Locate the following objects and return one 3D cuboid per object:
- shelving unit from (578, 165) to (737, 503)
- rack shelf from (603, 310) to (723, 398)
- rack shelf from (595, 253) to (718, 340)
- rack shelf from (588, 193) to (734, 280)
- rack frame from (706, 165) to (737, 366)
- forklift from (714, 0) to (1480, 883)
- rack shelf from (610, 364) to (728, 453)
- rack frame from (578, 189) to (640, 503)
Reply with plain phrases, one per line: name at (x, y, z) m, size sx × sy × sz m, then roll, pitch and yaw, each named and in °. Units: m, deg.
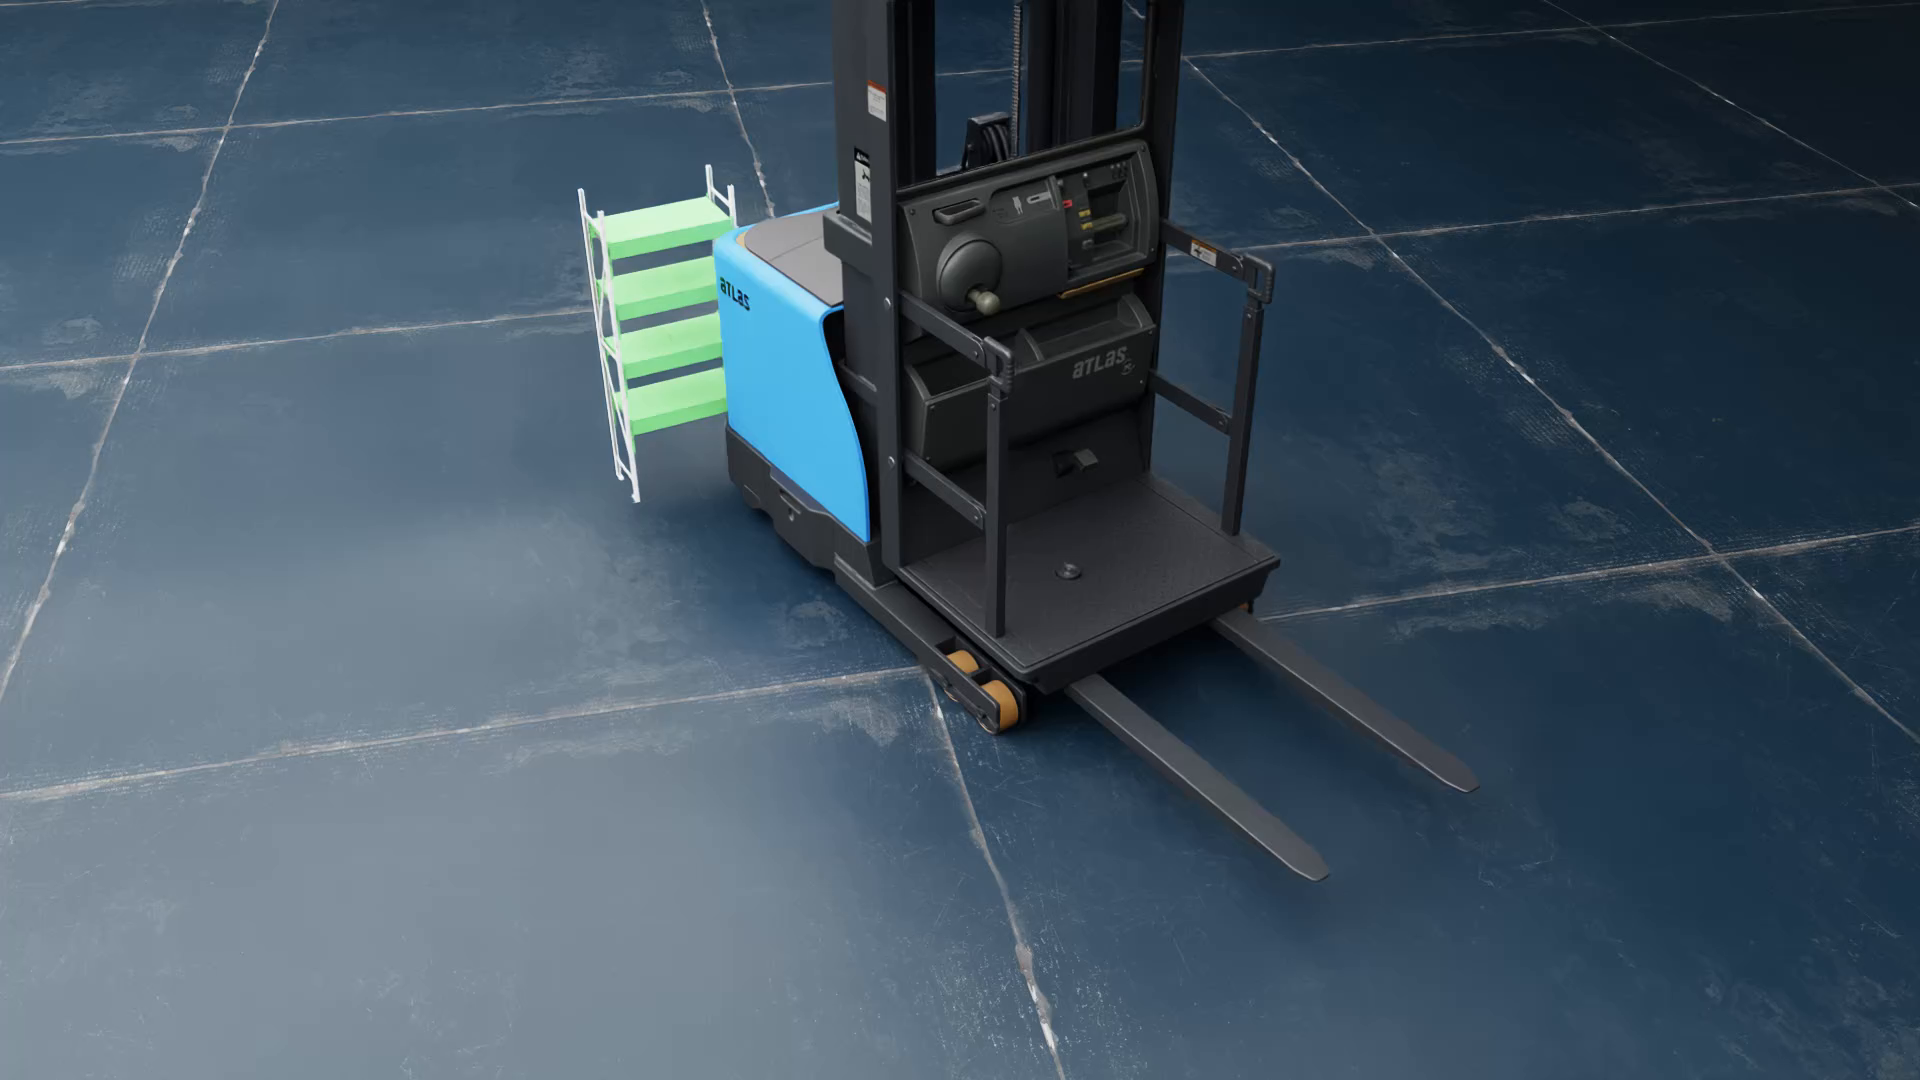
shelving unit at (-1.094, -0.769, 6.319) m, size 0.503 × 1.200 × 0.258 m, roll -17°, pitch 37°, yaw -23°
rack shelf at (-1.094, -0.716, 6.354) m, size 0.480 × 0.148 × 0.258 m, roll -17°, pitch 37°, yaw -23°
rack shelf at (-1.094, -0.915, 6.221) m, size 0.480 × 0.148 × 0.258 m, roll -17°, pitch 37°, yaw -23°
rack shelf at (-1.094, -1.114, 6.087) m, size 0.480 × 0.148 × 0.258 m, roll -17°, pitch 37°, yaw -23°
rack frame at (-0.880, -0.834, 6.416) m, size 0.015 × 1.200 × 0.240 m, roll -17°, pitch 37°, yaw -23°
forklift at (0.359, -0.907, 4.971) m, size 1.130 × 2.935 × 3.031 m, roll -21°, pitch 39°, yaw -29°
rack shelf at (-1.094, -0.516, 6.488) m, size 0.480 × 0.148 × 0.258 m, roll -17°, pitch 37°, yaw -23°
rack frame at (-1.308, -0.704, 6.222) m, size 0.015 × 1.200 × 0.240 m, roll -17°, pitch 37°, yaw -23°
